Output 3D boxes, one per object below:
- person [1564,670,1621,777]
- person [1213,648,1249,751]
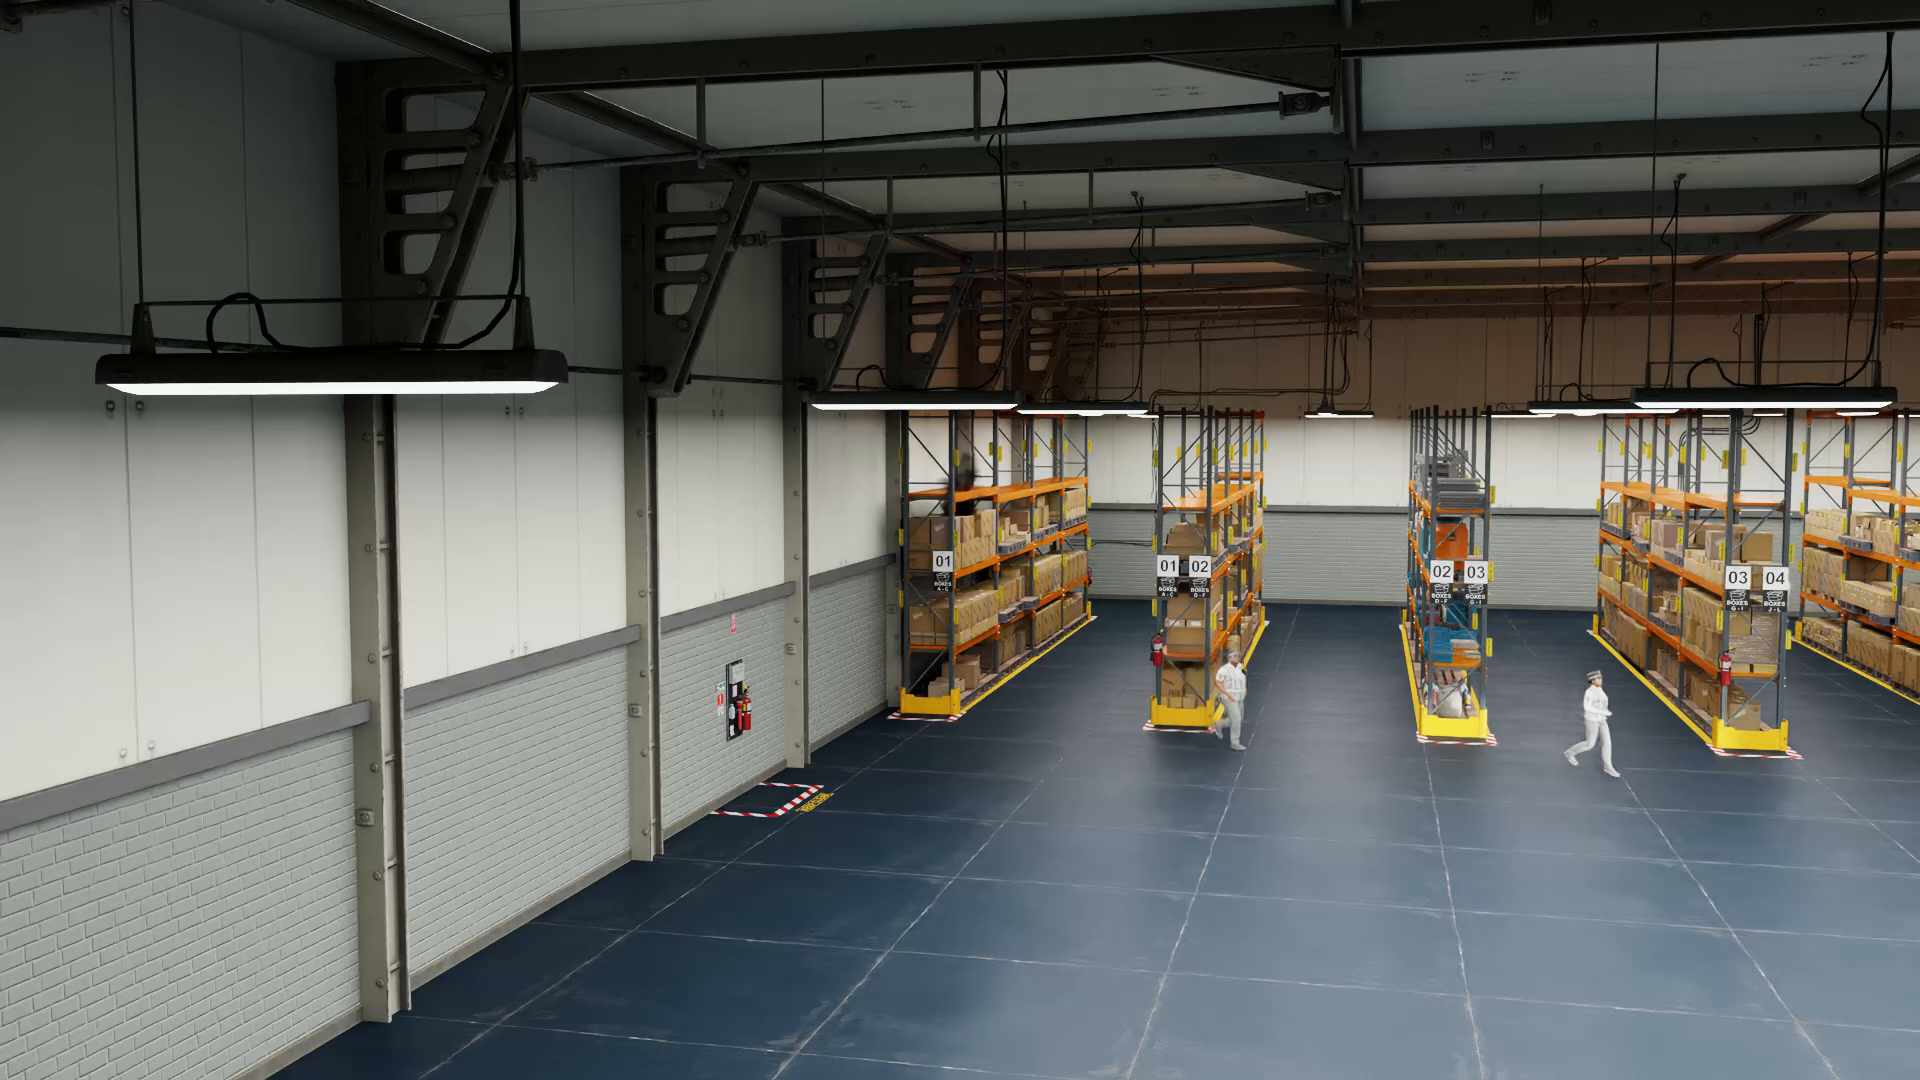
[{"bbox_3d":[10.285,2.945,26.978,0.626,1.706,0.921,-4,6,-43],"label":"person"},{"bbox_3d":[4.727,2.755,29.092,0.659,1.777,0.758,-3,5,-40],"label":"person"}]
